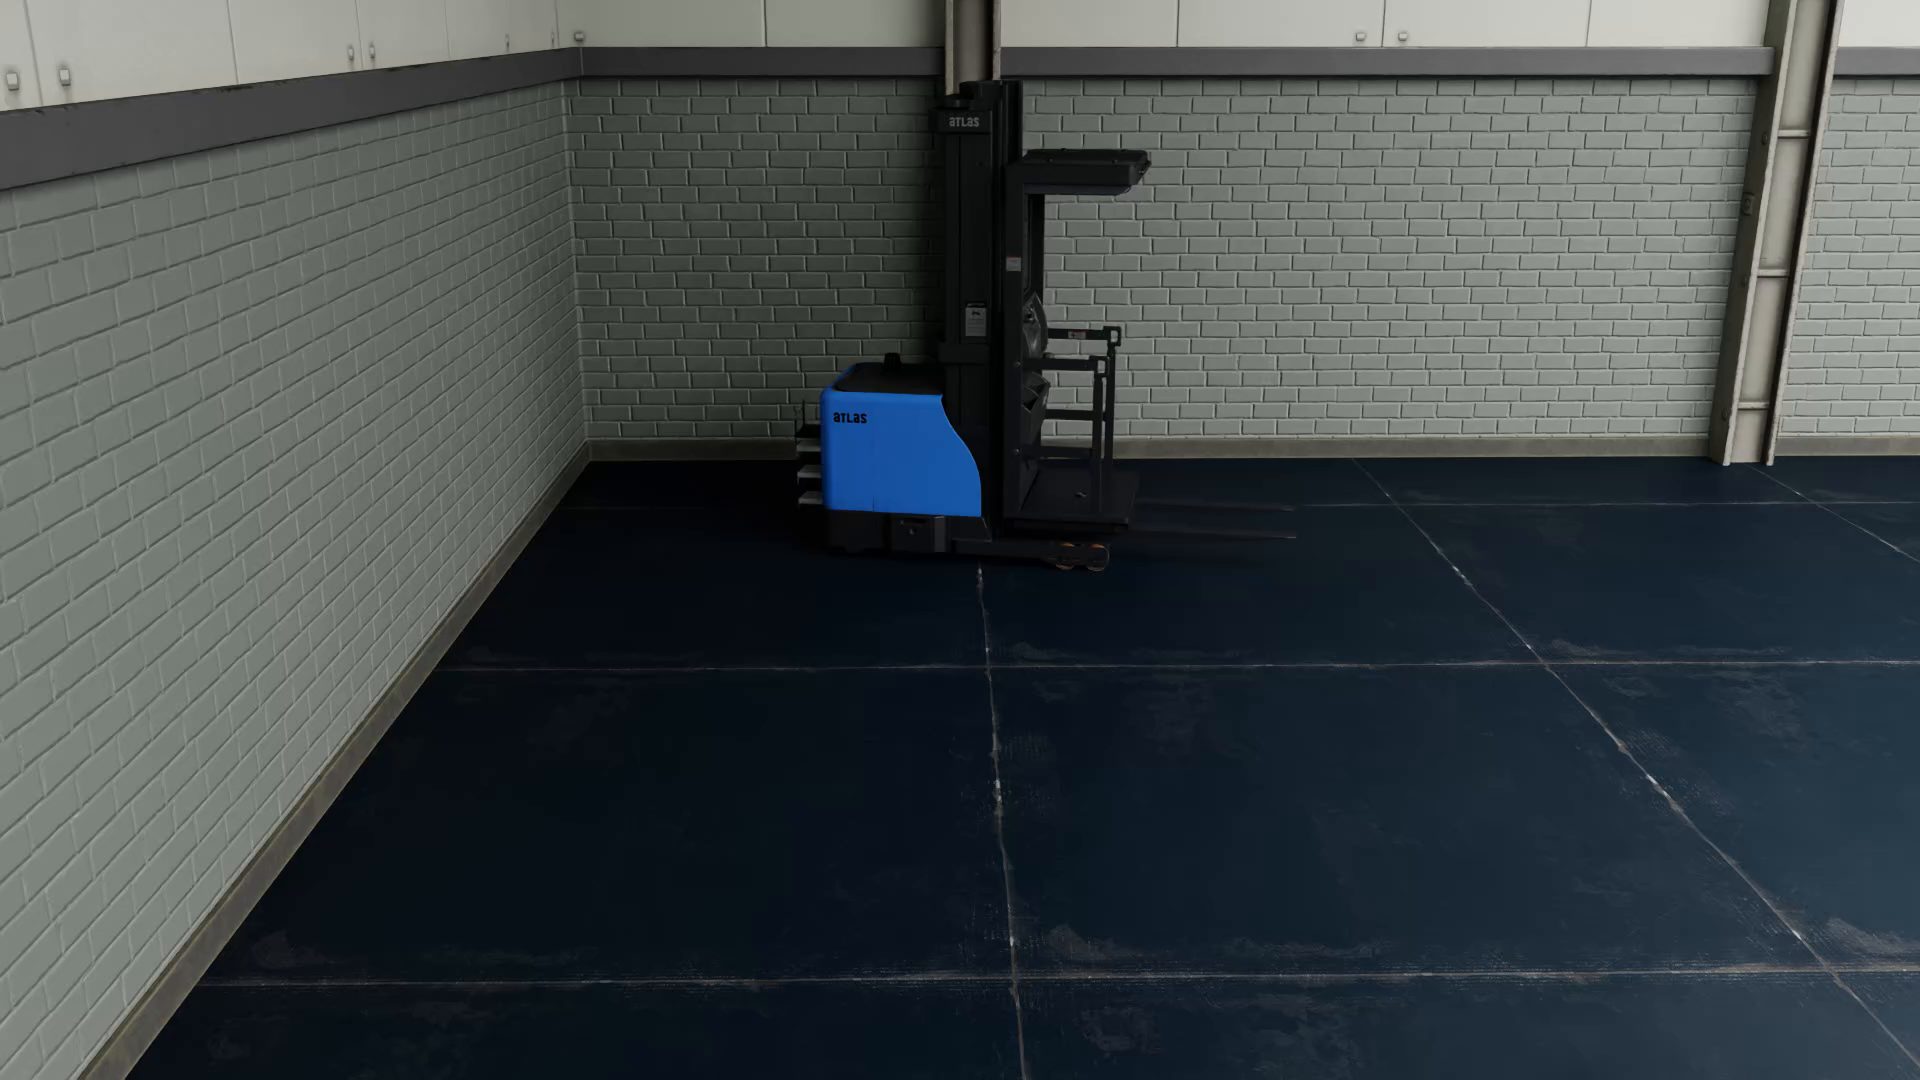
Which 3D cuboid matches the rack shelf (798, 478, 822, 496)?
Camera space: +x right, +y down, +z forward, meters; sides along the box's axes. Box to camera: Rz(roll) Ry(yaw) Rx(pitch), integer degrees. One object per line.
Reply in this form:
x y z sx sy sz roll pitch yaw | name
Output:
-0.953 -0.360 11.096 0.200 0.077 0.258 2 18 9 | rack shelf

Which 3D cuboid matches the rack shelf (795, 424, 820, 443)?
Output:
-0.957 -0.703 10.987 0.200 0.077 0.258 2 18 9 | rack shelf

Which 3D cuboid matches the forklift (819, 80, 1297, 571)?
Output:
0.663 -1.375 10.536 3.031 2.935 1.130 3 18 9 | forklift

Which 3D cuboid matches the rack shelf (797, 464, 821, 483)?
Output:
-0.954 -0.446 11.069 0.200 0.077 0.258 2 18 9 | rack shelf

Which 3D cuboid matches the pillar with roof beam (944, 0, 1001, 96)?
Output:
0.156 -3.566 7.433 0.400 9.000 9.100 0 18 -1 | pillar with roof beam

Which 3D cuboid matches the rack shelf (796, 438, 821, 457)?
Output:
-0.956 -0.618 11.014 0.200 0.077 0.258 2 18 9 | rack shelf

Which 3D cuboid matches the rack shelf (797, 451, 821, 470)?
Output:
-0.955 -0.532 11.042 0.200 0.077 0.258 2 18 9 | rack shelf

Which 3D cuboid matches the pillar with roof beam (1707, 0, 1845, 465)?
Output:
6.155 -3.595 7.523 0.400 9.000 9.100 0 18 -1 | pillar with roof beam

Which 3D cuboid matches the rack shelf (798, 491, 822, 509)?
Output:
-0.951 -0.275 11.124 0.200 0.077 0.258 2 18 9 | rack shelf

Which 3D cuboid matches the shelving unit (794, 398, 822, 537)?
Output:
-0.954 -0.478 11.059 0.210 0.900 0.258 2 18 9 | shelving unit

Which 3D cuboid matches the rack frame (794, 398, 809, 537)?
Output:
-1.054 -0.482 11.075 0.006 0.900 0.240 2 18 9 | rack frame
